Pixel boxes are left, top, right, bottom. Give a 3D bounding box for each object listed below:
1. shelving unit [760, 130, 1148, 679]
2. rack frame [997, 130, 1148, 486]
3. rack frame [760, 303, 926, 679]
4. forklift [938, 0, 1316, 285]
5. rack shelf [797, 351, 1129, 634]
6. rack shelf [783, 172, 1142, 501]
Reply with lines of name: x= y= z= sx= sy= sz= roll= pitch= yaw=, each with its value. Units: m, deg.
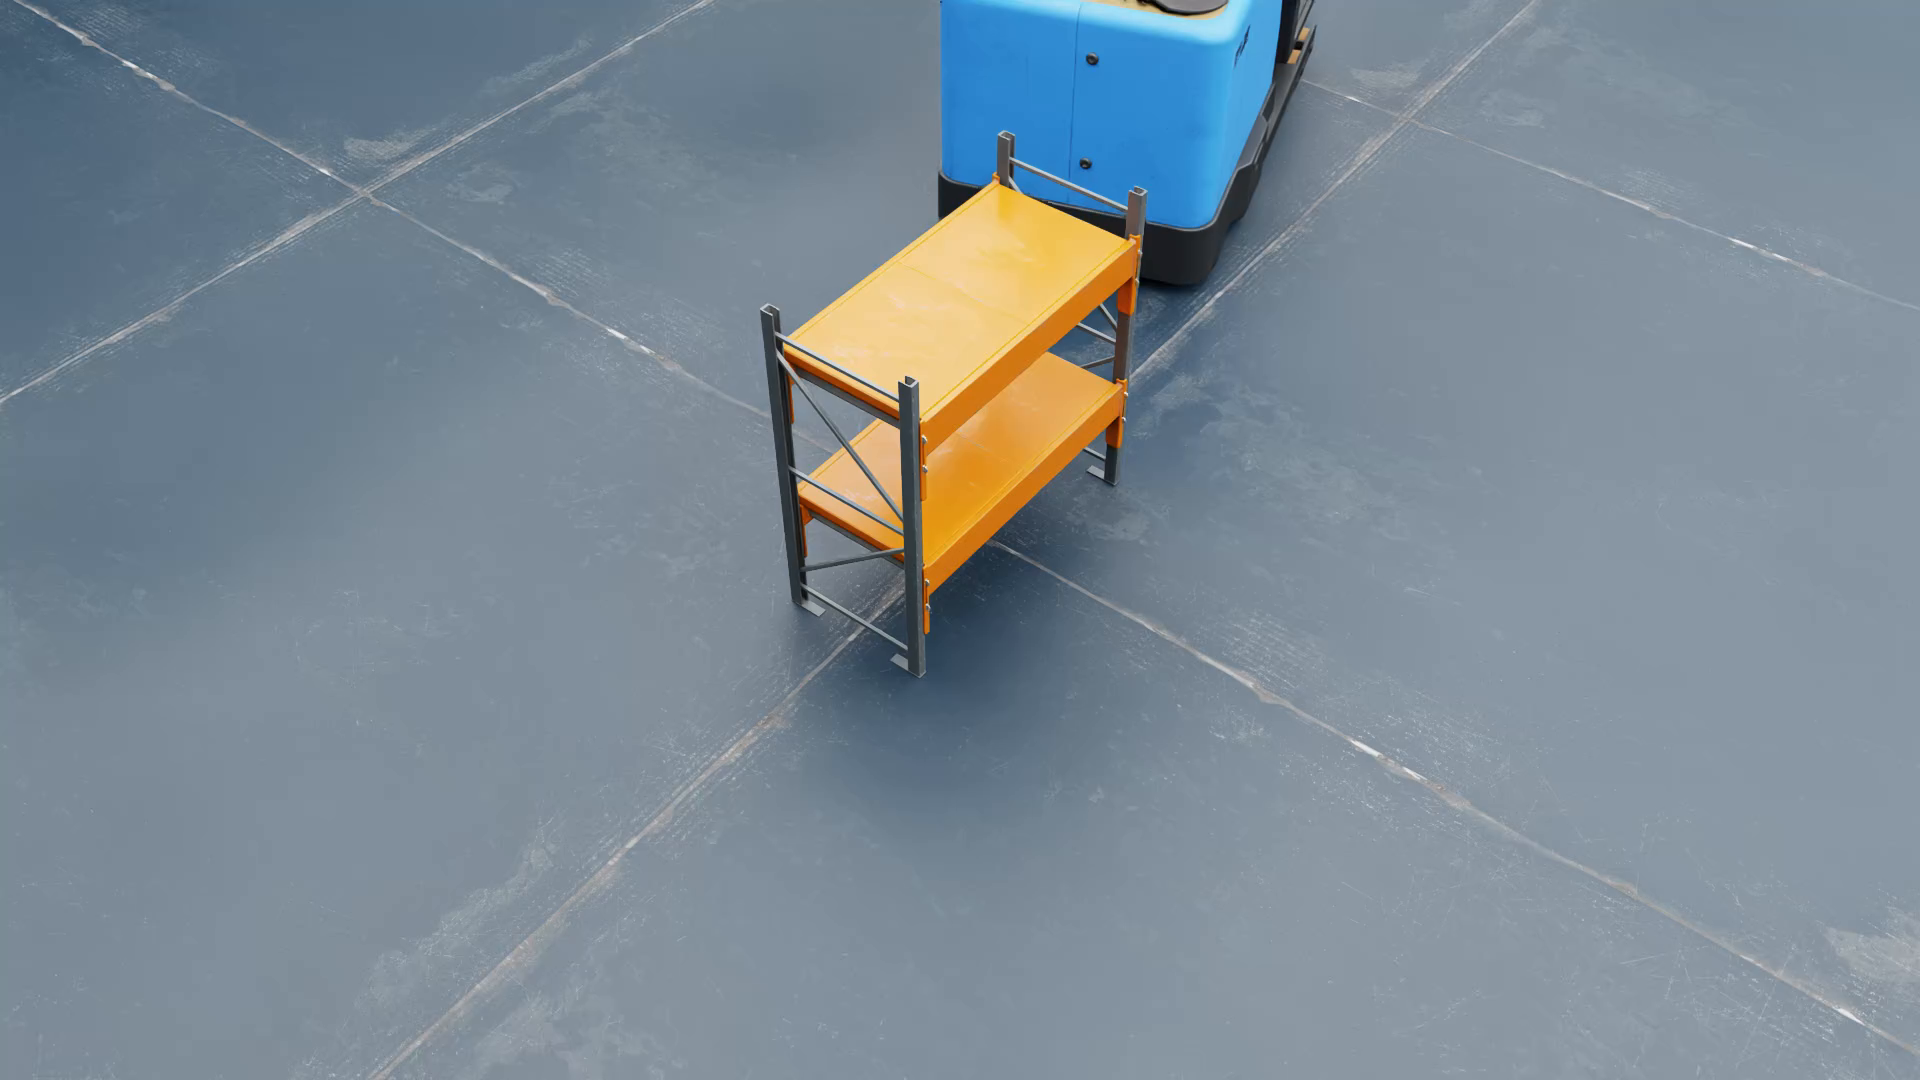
shelving unit: x=0.004 y=-0.392 z=4.847 sx=0.538 sy=1.125 sz=1.048 roll=29 pitch=53 yaw=25
rack frame: x=0.315 y=-0.683 z=5.125 sx=0.500 sy=1.125 sz=0.032 roll=29 pitch=53 yaw=25
rack frame: x=-0.307 y=-0.102 z=4.569 sx=0.500 sy=1.125 sz=0.032 roll=29 pitch=53 yaw=25
forklift: x=0.895 y=-3.024 z=6.112 sx=1.130 sy=2.935 sz=3.031 roll=15 pitch=48 yaw=14
rack shelf: x=0.004 y=-0.224 z=5.024 sx=0.538 sy=0.278 sz=1.000 roll=29 pitch=53 yaw=25
rack shelf: x=0.004 y=-0.595 z=4.635 sx=0.538 sy=0.278 sz=1.000 roll=29 pitch=53 yaw=25
